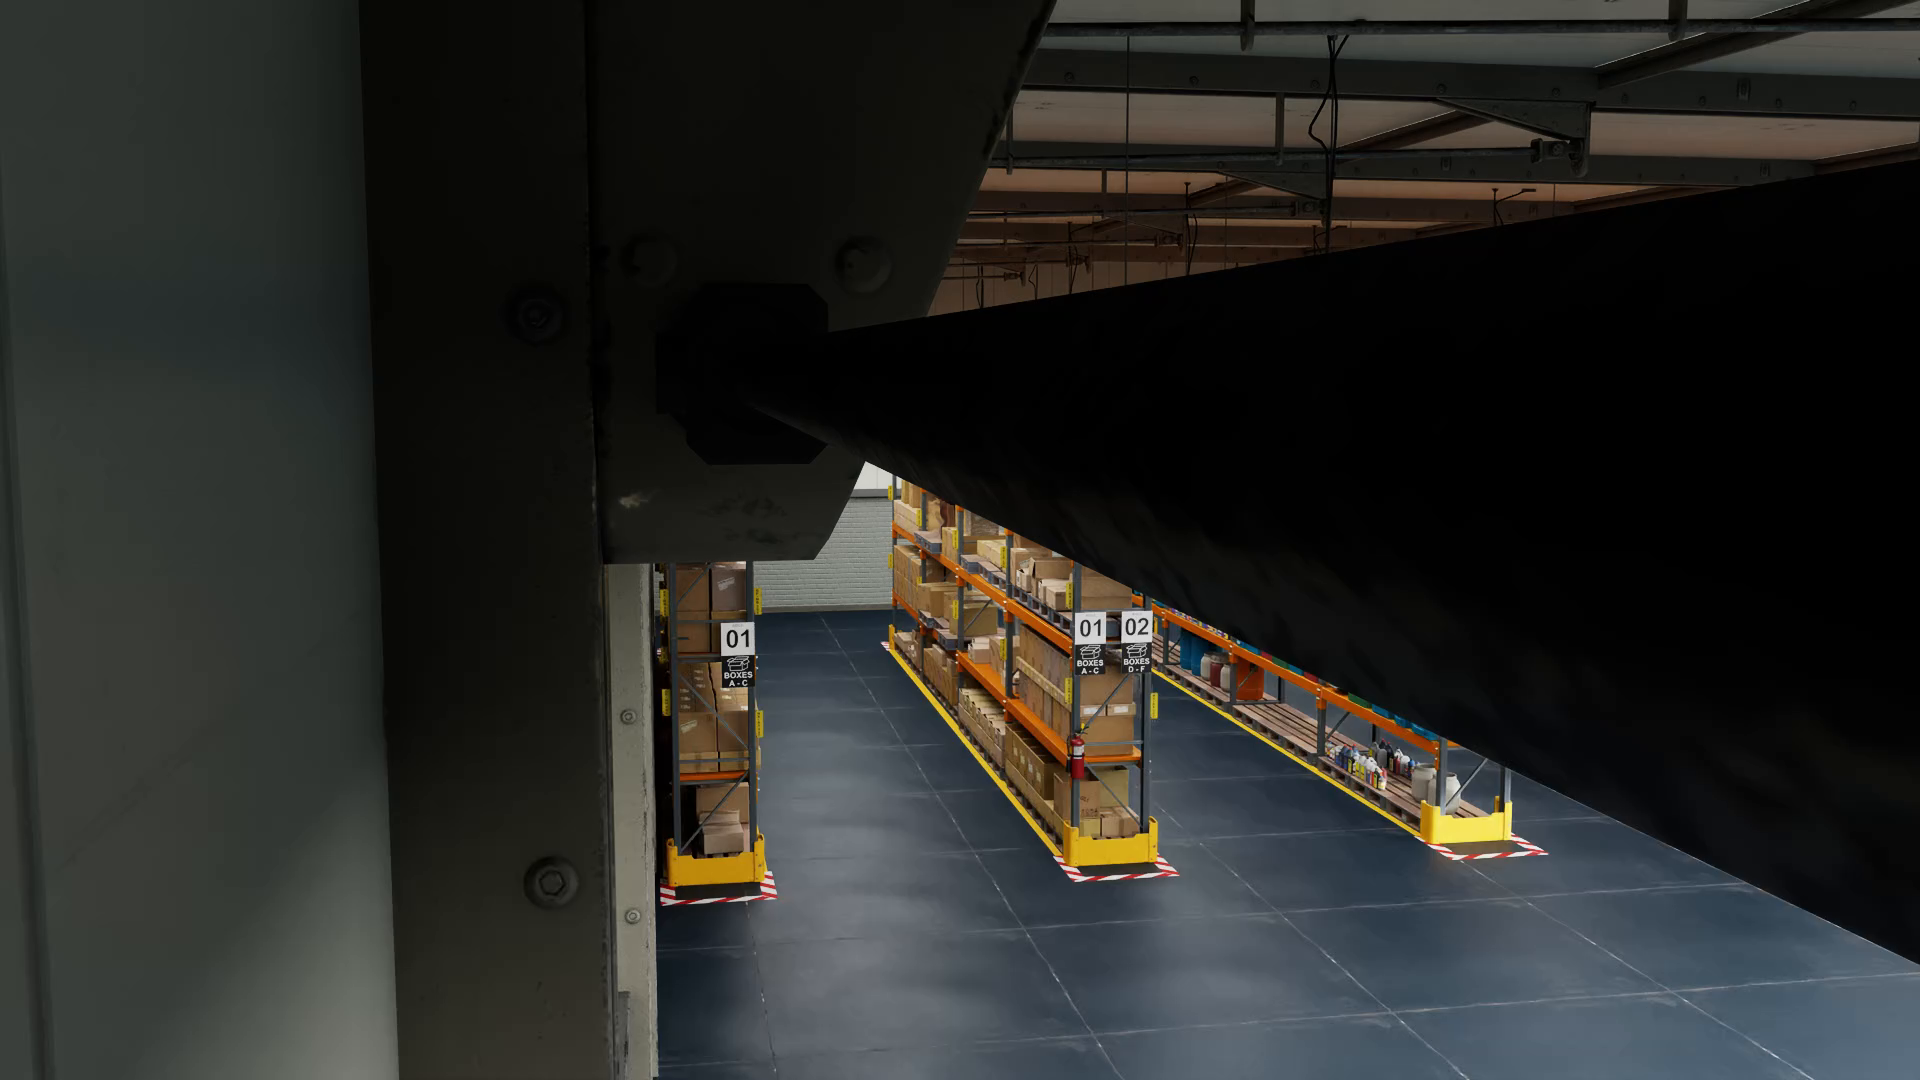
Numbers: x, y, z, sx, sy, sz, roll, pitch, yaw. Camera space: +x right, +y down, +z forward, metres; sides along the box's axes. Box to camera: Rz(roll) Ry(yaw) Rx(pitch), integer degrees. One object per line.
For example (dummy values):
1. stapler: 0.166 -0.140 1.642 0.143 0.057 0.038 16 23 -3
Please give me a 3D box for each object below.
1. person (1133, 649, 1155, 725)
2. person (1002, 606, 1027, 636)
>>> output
1. person: 3.092 2.311 29.126 0.609 1.837 0.812 -2 7 -20
2. person: 1.216 1.656 35.161 0.665 1.775 0.803 -2 7 -19
